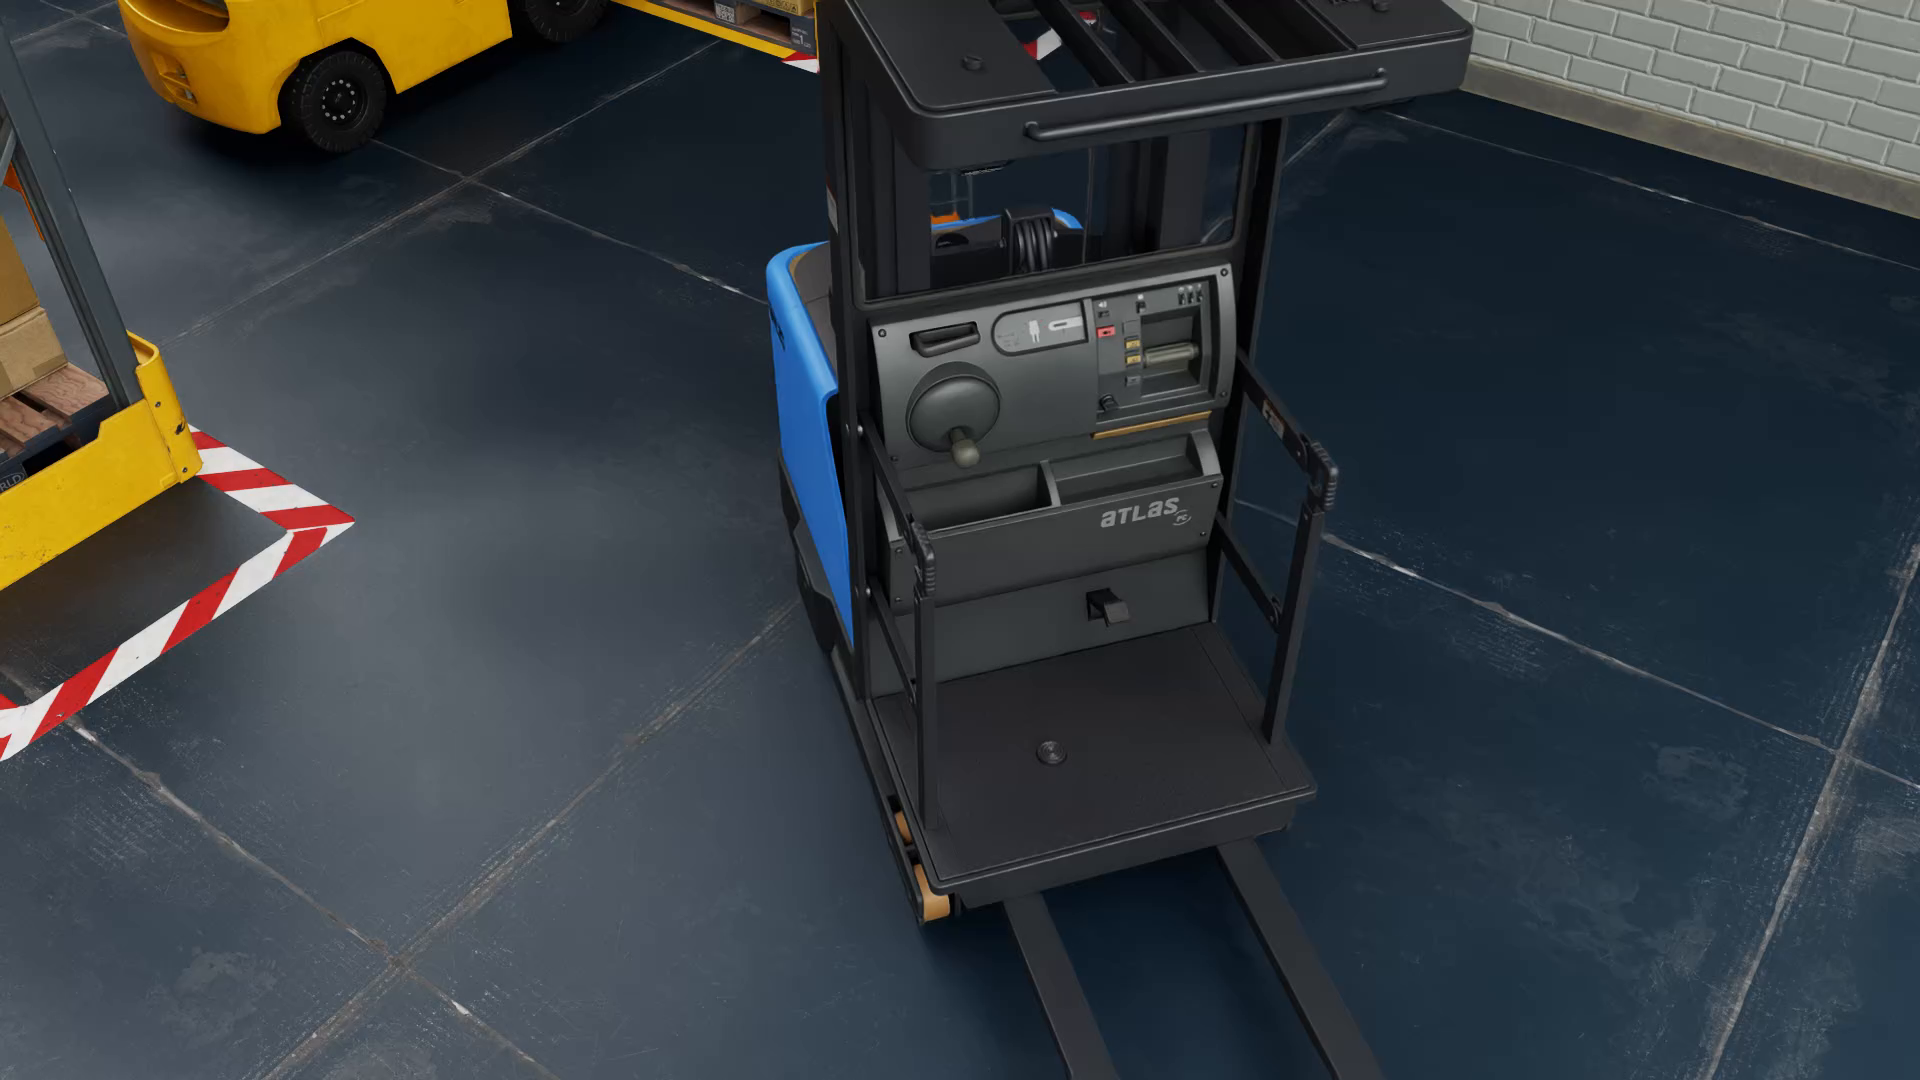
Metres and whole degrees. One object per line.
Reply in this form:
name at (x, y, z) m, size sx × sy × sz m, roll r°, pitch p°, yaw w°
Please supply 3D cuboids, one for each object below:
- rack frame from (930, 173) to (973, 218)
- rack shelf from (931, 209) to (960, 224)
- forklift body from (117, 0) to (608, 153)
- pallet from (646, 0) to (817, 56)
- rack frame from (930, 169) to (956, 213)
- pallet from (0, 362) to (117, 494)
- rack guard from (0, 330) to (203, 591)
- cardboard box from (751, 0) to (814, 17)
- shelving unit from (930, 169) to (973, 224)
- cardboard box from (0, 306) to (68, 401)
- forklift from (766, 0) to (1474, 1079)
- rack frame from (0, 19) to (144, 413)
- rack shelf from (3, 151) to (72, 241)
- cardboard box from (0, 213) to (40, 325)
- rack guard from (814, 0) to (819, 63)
rack frame at (-0.075, -0.687, 5.618) m, size 0.240 × 1.200 × 0.006 m, roll -12°, pitch 43°, yaw -13°
rack shelf at (-0.103, -0.980, 5.473) m, size 0.258 × 0.103 × 0.180 m, roll -12°, pitch 43°, yaw -13°
forklift body at (-2.896, -3.233, 7.750) m, size 1.214 × 2.155 × 2.313 m, roll 25°, pitch 48°, yaw 25°
pallet at (-0.946, -3.050, 9.000) m, size 1.213 × 0.211 × 1.003 m, roll 25°, pitch 48°, yaw 25°
rack frame at (-0.130, -0.803, 5.748) m, size 0.240 × 1.200 × 0.006 m, roll -12°, pitch 43°, yaw -13°
pallet at (-3.850, -0.428, 6.070) m, size 1.213 × 0.211 × 1.003 m, roll 25°, pitch 48°, yaw 25°
rack guard at (-3.205, -0.205, 5.604) m, size 0.348 × 0.500 × 1.175 m, roll 25°, pitch 48°, yaw 25°
cardboard box at (-0.862, -2.958, 8.554) m, size 0.500 × 0.250 × 0.500 m, roll 25°, pitch 48°, yaw 26°
shelving unit at (-0.103, -0.745, 5.683) m, size 0.258 × 1.200 × 0.189 m, roll -12°, pitch 43°, yaw -13°
cardboard box at (-3.645, -0.699, 6.029) m, size 0.500 × 0.250 × 0.500 m, roll 25°, pitch 47°, yaw 25°
forklift at (0.309, -0.350, 3.943) m, size 1.130 × 2.935 × 3.031 m, roll -12°, pitch 43°, yaw -13°
rack frame at (-3.143, -1.108, 4.738) m, size 0.127 × 3.000 × 1.000 m, roll 25°, pitch 48°, yaw 25°
rack shelf at (-4.781, -1.605, 5.834) m, size 4.000 × 0.370 × 1.077 m, roll 25°, pitch 48°, yaw 25°
cardboard box at (-3.665, -0.988, 5.789) m, size 0.500 × 0.500 × 0.500 m, roll 24°, pitch 47°, yaw 24°
rack guard at (-0.277, -2.878, 8.592) m, size 0.348 × 0.500 × 1.175 m, roll 25°, pitch 48°, yaw 25°
